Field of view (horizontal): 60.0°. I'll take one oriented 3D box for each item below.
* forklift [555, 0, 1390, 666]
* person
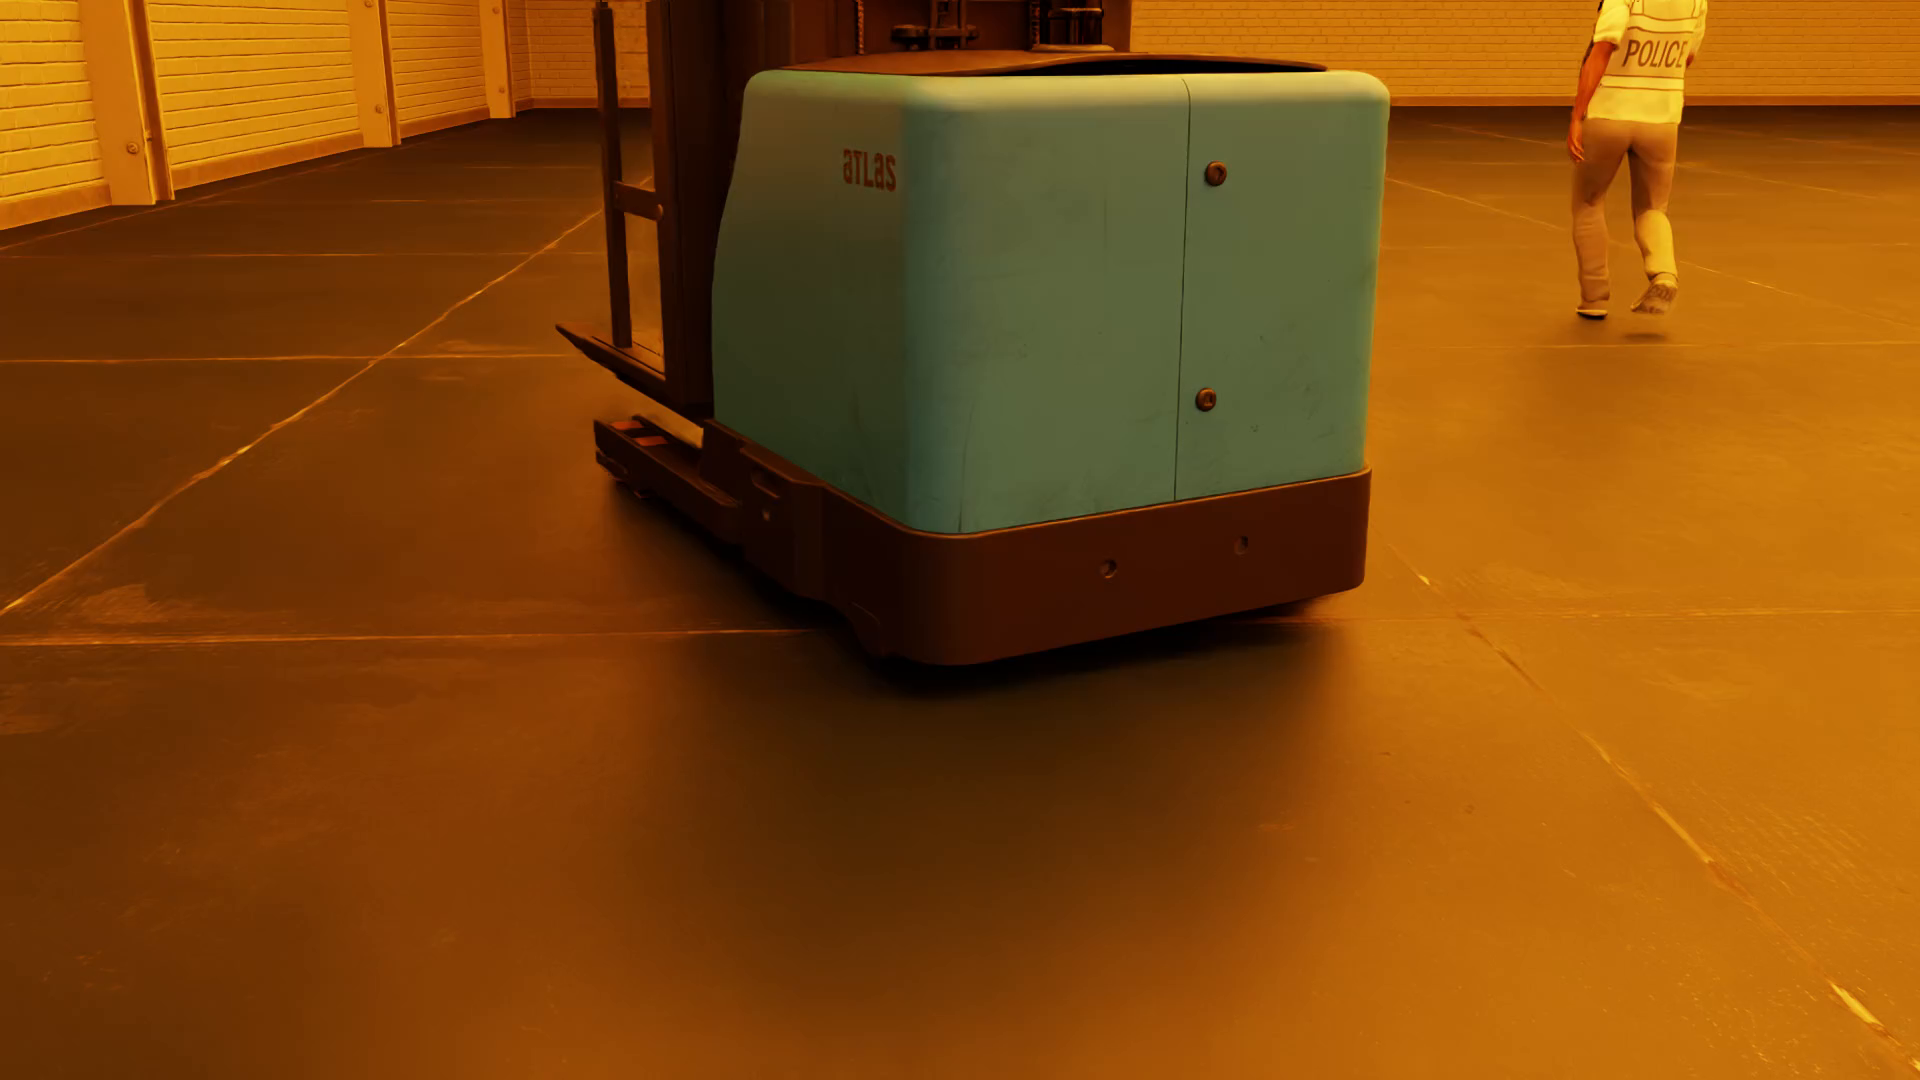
[{"bbox_3d":[-0.317,-1.561,4.010,1.130,2.935,3.031,-9,19,-27],"label":"forklift"},{"bbox_3d":[2.648,-1.657,6.638,0.556,1.593,0.668,2,17,6],"label":"person"}]
